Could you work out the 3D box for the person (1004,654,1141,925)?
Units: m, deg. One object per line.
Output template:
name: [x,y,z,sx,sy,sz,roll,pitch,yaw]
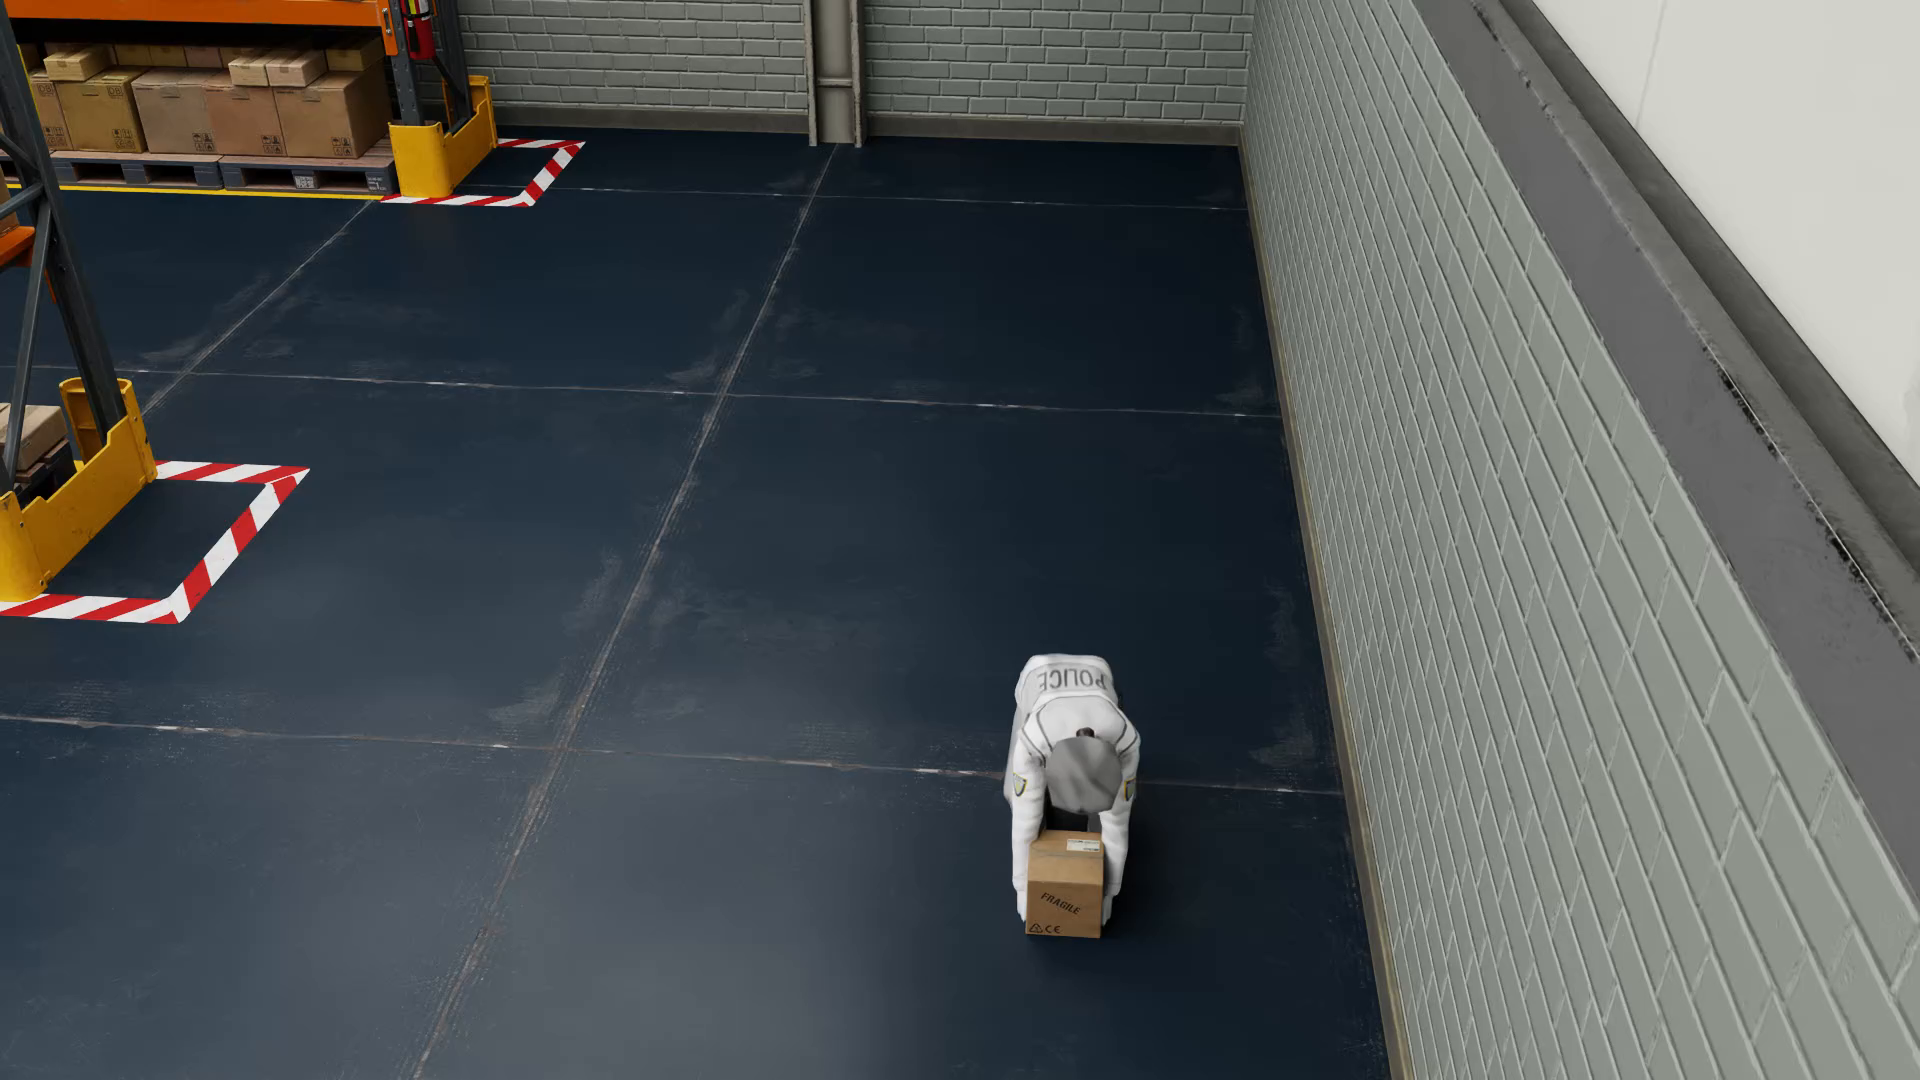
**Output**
person: [0.382,0.796,5.744,0.456,0.792,0.906,2,32,3]
